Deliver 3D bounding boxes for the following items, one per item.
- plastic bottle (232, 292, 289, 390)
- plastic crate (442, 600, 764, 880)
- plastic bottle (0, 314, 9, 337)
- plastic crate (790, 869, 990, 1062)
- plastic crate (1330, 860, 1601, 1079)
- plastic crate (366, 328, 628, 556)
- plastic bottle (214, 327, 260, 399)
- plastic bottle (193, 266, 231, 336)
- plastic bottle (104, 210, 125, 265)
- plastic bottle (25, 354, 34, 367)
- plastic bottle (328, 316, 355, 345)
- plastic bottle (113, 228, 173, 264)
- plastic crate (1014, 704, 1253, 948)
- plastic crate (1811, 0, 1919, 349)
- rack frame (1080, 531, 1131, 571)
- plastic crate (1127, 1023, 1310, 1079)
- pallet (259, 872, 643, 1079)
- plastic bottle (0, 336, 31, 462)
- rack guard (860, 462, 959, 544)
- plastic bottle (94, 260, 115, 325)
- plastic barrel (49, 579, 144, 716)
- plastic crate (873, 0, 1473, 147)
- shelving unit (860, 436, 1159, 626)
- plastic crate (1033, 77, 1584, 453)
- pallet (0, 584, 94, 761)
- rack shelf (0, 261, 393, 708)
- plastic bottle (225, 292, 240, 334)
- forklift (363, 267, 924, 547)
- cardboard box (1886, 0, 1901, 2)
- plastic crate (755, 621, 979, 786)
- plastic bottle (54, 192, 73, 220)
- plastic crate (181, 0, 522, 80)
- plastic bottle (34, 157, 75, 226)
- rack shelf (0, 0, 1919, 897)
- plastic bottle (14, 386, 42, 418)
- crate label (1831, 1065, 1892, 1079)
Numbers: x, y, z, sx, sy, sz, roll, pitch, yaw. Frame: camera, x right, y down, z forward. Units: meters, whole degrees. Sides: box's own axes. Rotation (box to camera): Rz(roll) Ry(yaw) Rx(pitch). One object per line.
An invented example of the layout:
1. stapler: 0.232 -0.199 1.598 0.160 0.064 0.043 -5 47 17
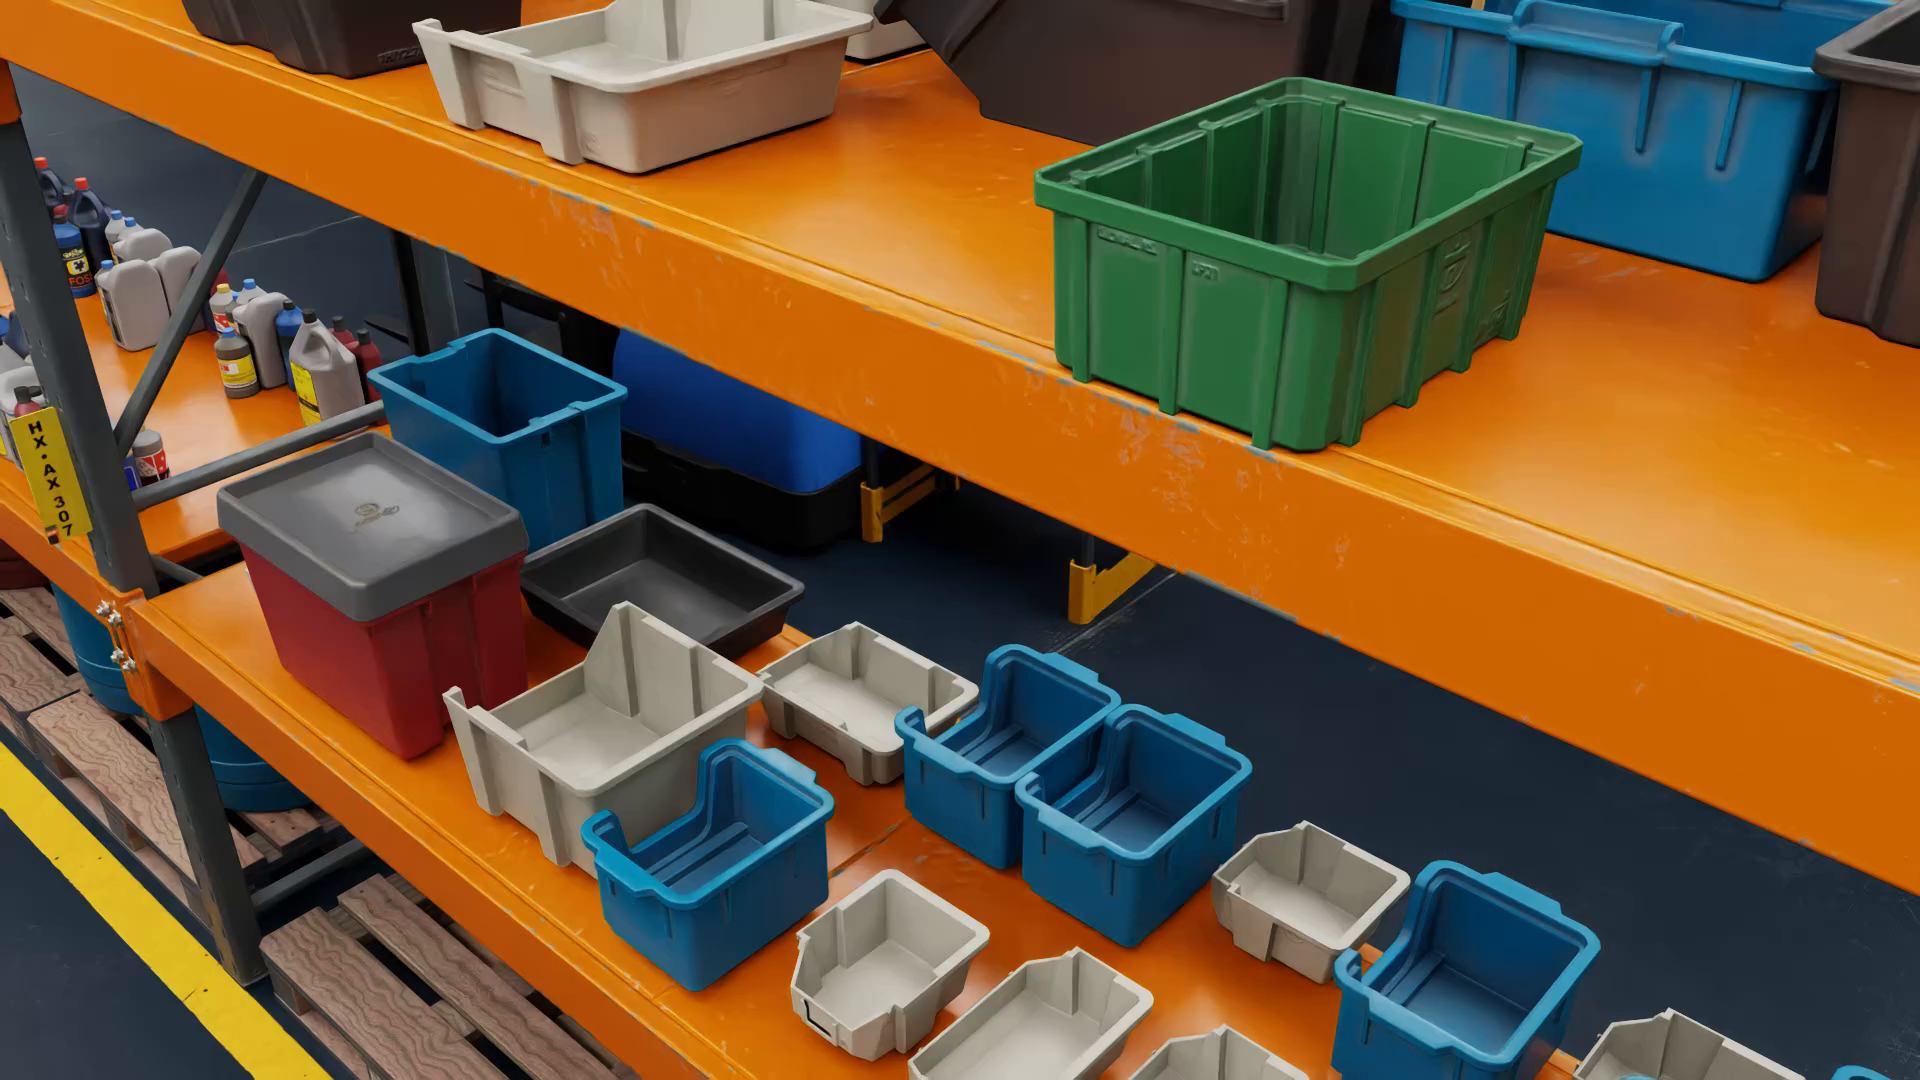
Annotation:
1. plastic bottle: -2.070 -0.615 4.983 0.135 0.276 0.152 25 39 35
2. plastic crate: -0.703 0.389 3.253 0.530 0.282 0.437 25 39 35
3. plastic bottle: -2.796 -0.548 4.877 0.097 0.271 0.097 0 31 0
4. plastic crate: -0.132 0.735 2.818 0.250 0.136 0.298 25 39 35
5. plastic crate: 0.804 0.756 2.690 0.300 0.233 0.416 25 39 35
6. plastic crate: -1.137 -0.223 4.170 0.575 0.384 0.392 25 39 35
7. plastic bottle: -2.140 -0.529 4.912 0.097 0.201 0.097 0 31 0
8. plastic bottle: -2.356 -0.783 5.255 0.133 0.283 0.061 25 39 35
9. plastic bottle: -2.797 -0.971 5.580 0.097 0.271 0.097 0 31 0
10. plastic bottle: -2.516 -0.462 4.657 0.185 0.351 0.144 25 39 35
11. plastic bottle: -1.796 -0.522 4.821 0.133 0.283 0.061 25 39 35
12. plastic bottle: -2.658 -0.889 5.438 0.135 0.276 0.152 25 39 35
13. plastic crate: 0.316 0.528 3.069 0.300 0.233 0.416 25 39 35
14. plastic crate: 1.156 -0.320 1.592 0.590 0.269 0.497 25 39 35
15. rack frame: 0.604 -0.452 6.047 0.032 1.500 0.500 21 37 30
16. plastic crate: 0.323 0.917 2.515 0.243 0.136 0.396 25 39 35
17. pallet: -1.140 1.199 4.554 1.213 0.211 1.003 25 39 35
18. plastic bottle: -2.613 -0.407 4.566 0.185 0.351 0.144 25 39 35
19. rack guard: -0.201 -0.220 6.874 0.087 0.250 0.587 21 37 30
20. plastic bottle: -2.728 -0.803 5.368 0.097 0.201 0.097 0 31 0
21. plastic barrel: -2.629 0.044 5.396 0.708 0.901 0.600 25 39 35
22. plastic crate: 0.306 -0.743 2.228 0.767 0.338 0.504 25 39 35
23. shelving unit: 0.201 -0.604 6.300 1.083 1.500 0.587 21 37 30
24. plastic crate: 0.331 -0.277 1.600 0.336 0.188 0.450 25 39 35
25. pallet: -3.164 0.254 6.123 1.213 0.211 1.003 25 39 35
26. rack shelf: -3.194 -0.619 5.568 4.000 0.370 1.077 25 39 35
27. plastic bottle: -2.210 -0.667 5.142 0.097 0.201 0.097 0 31 0
28. forklift: -1.497 -1.823 6.936 3.031 2.935 1.130 21 37 30
29. cardboard box: 3.304 -1.616 5.460 0.500 0.500 0.500 26 40 36
30. plastic crate: -0.219 0.340 3.475 0.466 0.136 0.293 25 39 35
31. plastic bottle: -3.049 -1.064 5.722 0.133 0.283 0.061 25 39 35
32. plastic crate: -0.975 -0.930 2.604 0.590 0.269 0.497 25 39 35
33. plastic bottle: -3.154 -1.155 5.808 0.185 0.351 0.144 25 39 35
34. rack shelf: -0.229 -0.520 2.495 4.000 0.370 1.077 25 39 35
35. plastic bottle: -2.423 -0.261 4.388 0.133 0.283 0.061 25 39 35
36. crate label: 1.292 0.984 2.312 0.303 0.233 0.416 25 39 35
